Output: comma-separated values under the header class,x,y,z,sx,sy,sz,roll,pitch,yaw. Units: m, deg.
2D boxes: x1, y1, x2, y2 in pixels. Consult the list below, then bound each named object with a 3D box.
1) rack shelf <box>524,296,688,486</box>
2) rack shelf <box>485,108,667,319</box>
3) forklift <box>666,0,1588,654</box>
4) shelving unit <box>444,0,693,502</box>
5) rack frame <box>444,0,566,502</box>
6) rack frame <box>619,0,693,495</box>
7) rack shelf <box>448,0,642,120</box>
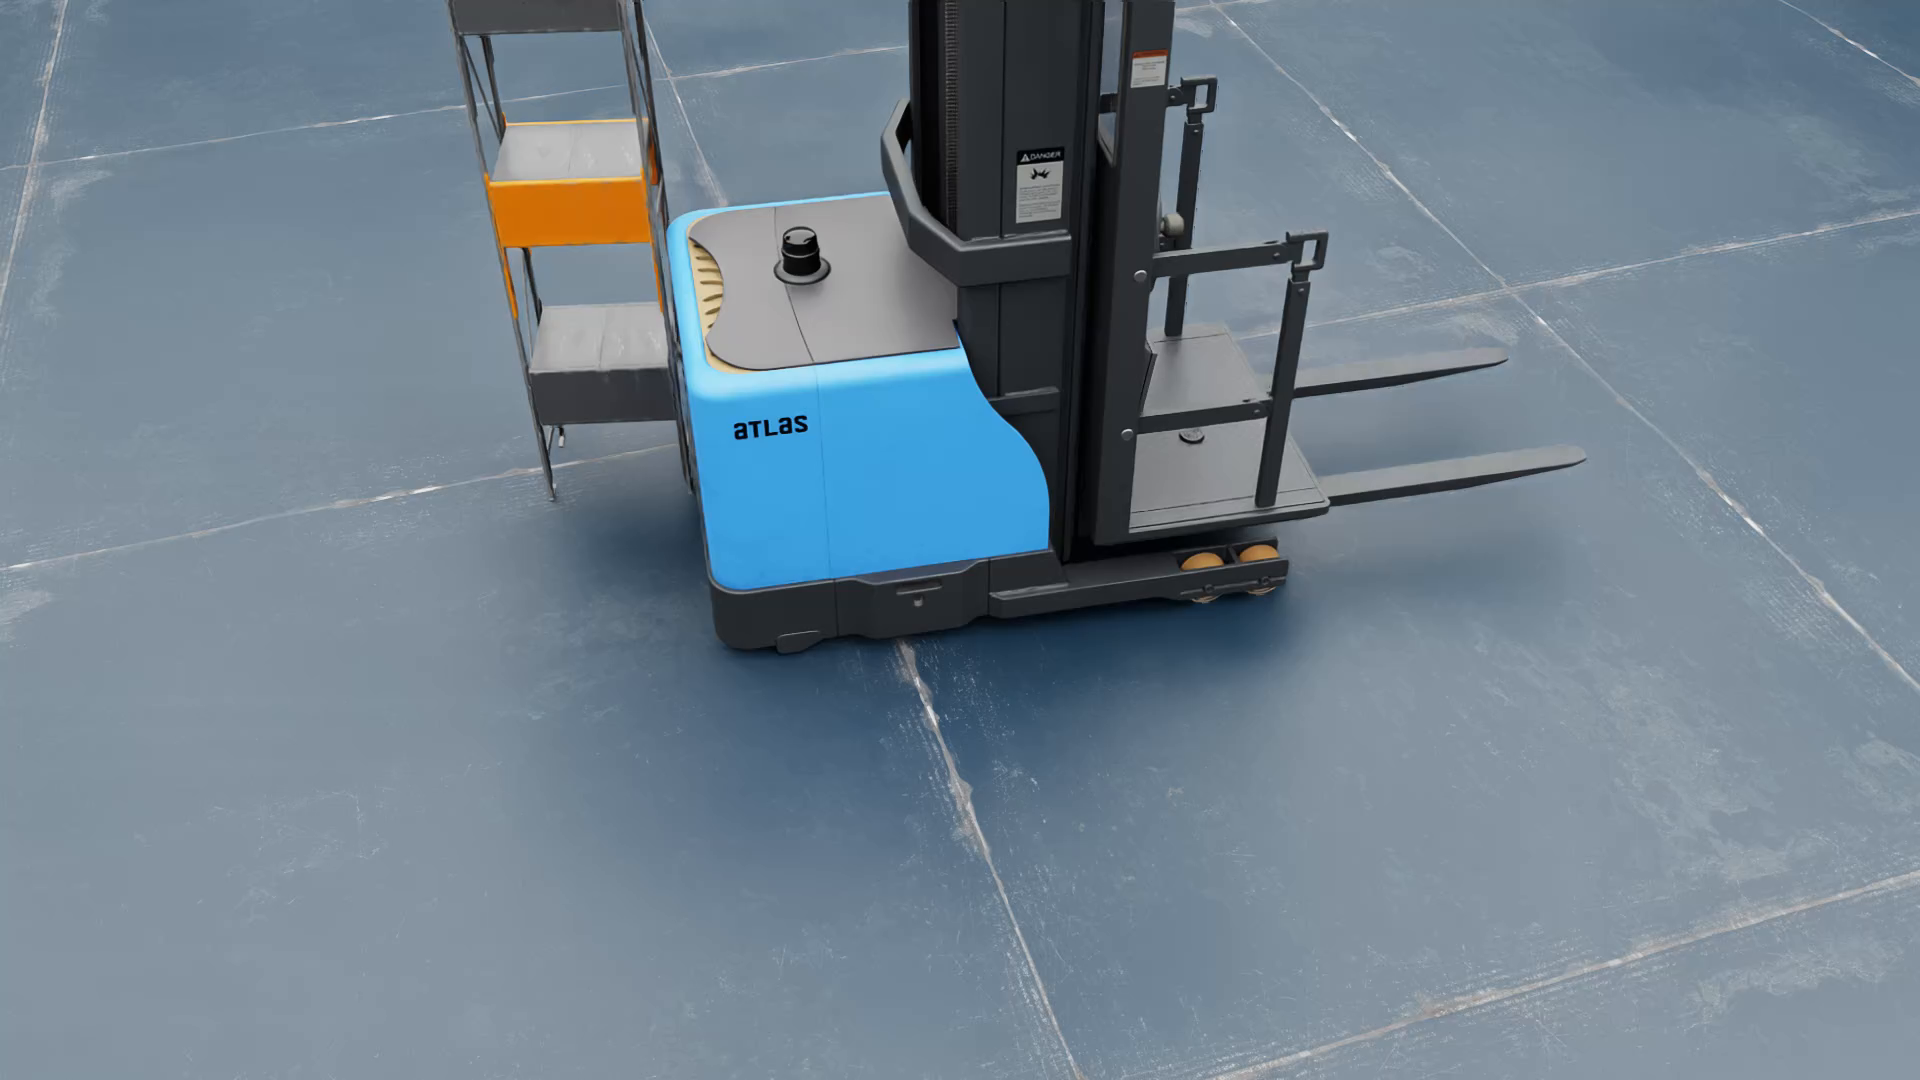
class,x,y,z,sx,sy,sz,roll,pitch,yaw
rack shelf,-1.221,-0.532,5.848,0.480,0.518,0.431,-3,41,-3
rack shelf,-1.221,-1.059,5.387,0.480,0.518,0.431,-3,41,-3
forklift,0.618,-1.232,4.932,3.031,2.935,1.130,-8,42,-9
shelving unit,-1.221,-1.070,5.378,0.503,2.100,0.431,-3,41,-3
rack frame,-1.464,-1.057,5.364,0.015,2.100,0.400,-3,41,-3
rack frame,-0.978,-1.082,5.392,0.015,2.100,0.400,-3,41,-3
rack shelf,-1.221,-1.587,4.927,0.480,0.518,0.431,-3,41,-3
